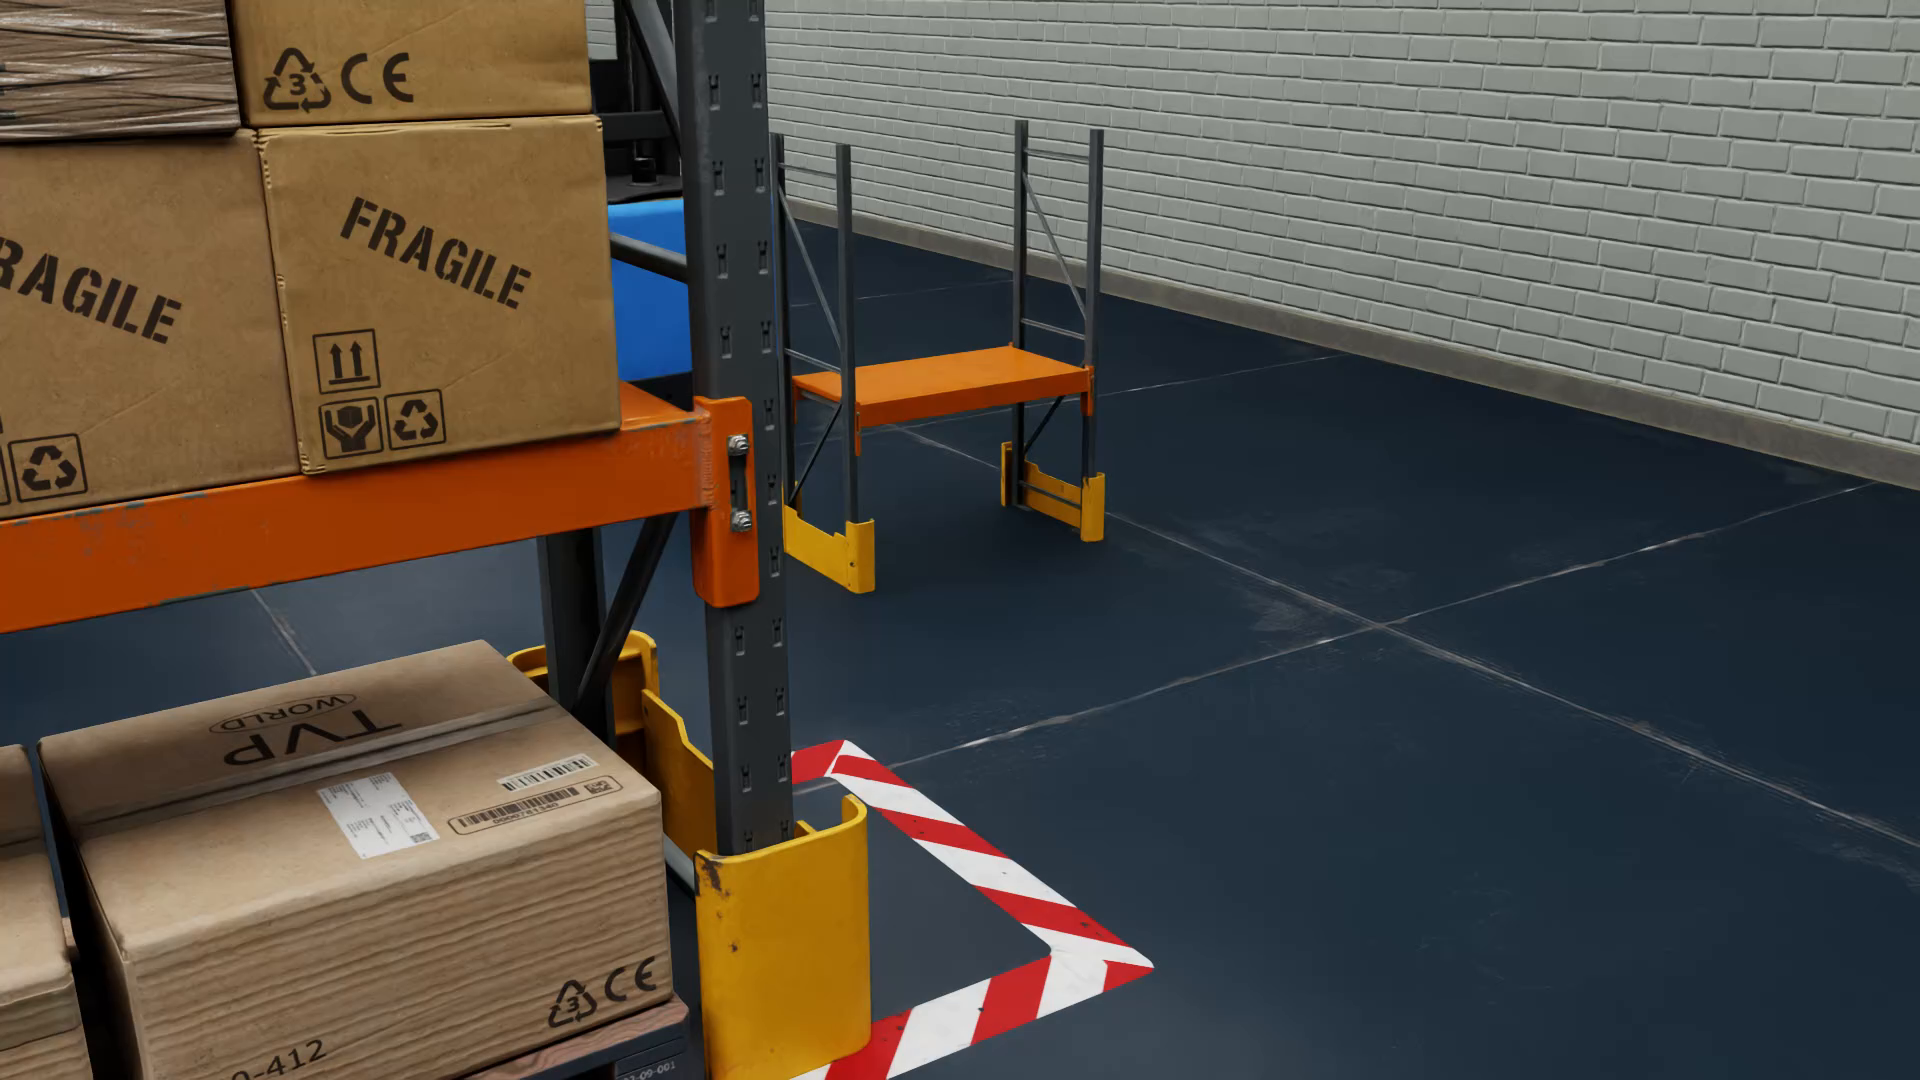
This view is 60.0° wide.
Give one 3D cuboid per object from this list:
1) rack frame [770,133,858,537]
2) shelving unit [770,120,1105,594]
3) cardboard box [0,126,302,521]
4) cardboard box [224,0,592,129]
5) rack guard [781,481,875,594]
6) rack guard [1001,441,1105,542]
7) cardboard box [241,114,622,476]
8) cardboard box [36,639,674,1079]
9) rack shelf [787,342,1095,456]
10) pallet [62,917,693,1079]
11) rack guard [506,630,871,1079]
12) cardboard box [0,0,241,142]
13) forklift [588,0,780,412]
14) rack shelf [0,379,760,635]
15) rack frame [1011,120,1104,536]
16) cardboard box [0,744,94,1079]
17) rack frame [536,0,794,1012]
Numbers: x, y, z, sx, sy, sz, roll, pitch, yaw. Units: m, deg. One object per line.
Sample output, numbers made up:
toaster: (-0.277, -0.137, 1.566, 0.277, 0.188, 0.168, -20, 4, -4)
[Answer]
rack frame: (-0.496, -0.606, 5.695, 0.032, 1.500, 0.500, -12, 22, -31)
shelving unit: (-0.064, -0.697, 5.965, 1.083, 1.500, 0.587, -12, 22, -31)
cardboard box: (-1.321, -0.354, 2.453, 0.500, 0.500, 0.500, -12, 22, -33)
cardboard box: (-0.908, -0.919, 2.563, 0.500, 0.500, 0.500, -11, 22, -30)
rack guard: (-0.480, -0.017, 5.906, 0.087, 0.250, 0.587, -12, 22, -31)
rack guard: (0.352, -0.193, 6.425, 0.087, 0.250, 0.587, -12, 22, -31)
cardboard box: (-0.894, -0.438, 2.702, 0.500, 0.500, 0.500, -12, 22, -31)
cardboard box: (-1.133, 0.611, 3.099, 0.875, 0.438, 0.875, -13, 23, -33)
rack shelf: (-0.071, -0.525, 6.018, 1.000, 0.185, 0.538, -12, 22, -31)
pallet: (-1.261, 0.936, 3.147, 1.213, 0.211, 1.003, -12, 22, -31)
rack guard: (-0.616, 0.633, 3.592, 0.348, 0.500, 1.175, -12, 22, -31)
cardboard box: (-1.329, -0.819, 2.268, 0.500, 0.500, 0.500, -12, 22, -31)
forklift: (-2.123, -2.241, 8.298, 1.130, 2.935, 3.031, -14, 23, -36)
rack shelf: (-2.307, 0.146, 2.252, 4.000, 0.370, 1.077, -12, 22, -31)
rack frame: (0.353, -0.785, 6.225, 0.032, 1.500, 0.500, -12, 22, -31)
cardboard box: (-1.892, 0.774, 2.615, 0.875, 0.438, 0.875, -11, 22, -30)
rack frame: (-0.636, -0.547, 3.179, 0.127, 3.000, 1.000, -12, 22, -31)
